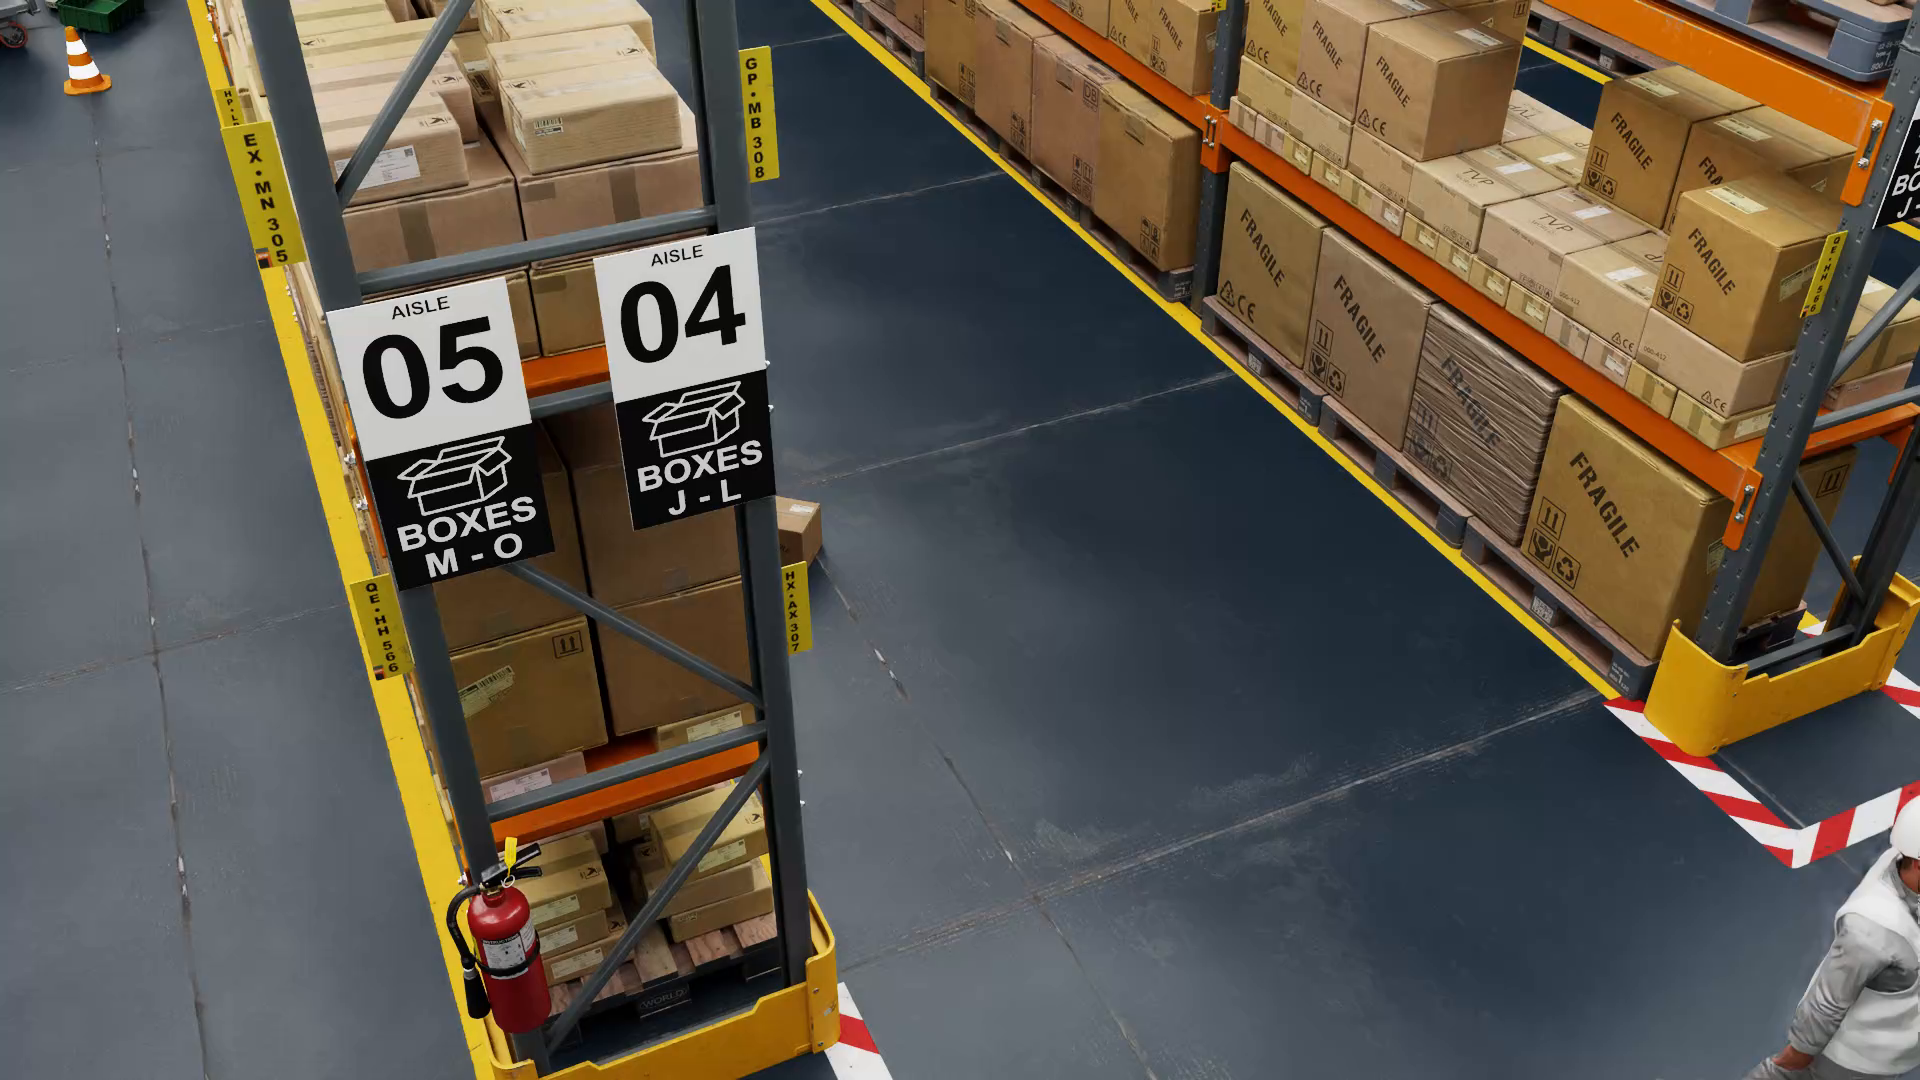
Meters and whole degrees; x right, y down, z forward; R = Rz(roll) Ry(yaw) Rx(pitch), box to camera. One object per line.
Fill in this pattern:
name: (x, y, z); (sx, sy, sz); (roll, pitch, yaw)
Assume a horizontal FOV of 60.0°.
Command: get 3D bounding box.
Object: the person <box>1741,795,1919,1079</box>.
person: (2.746, 1.475, 4.891); (0.756, 1.804, 0.547); (28, 45, 32)
